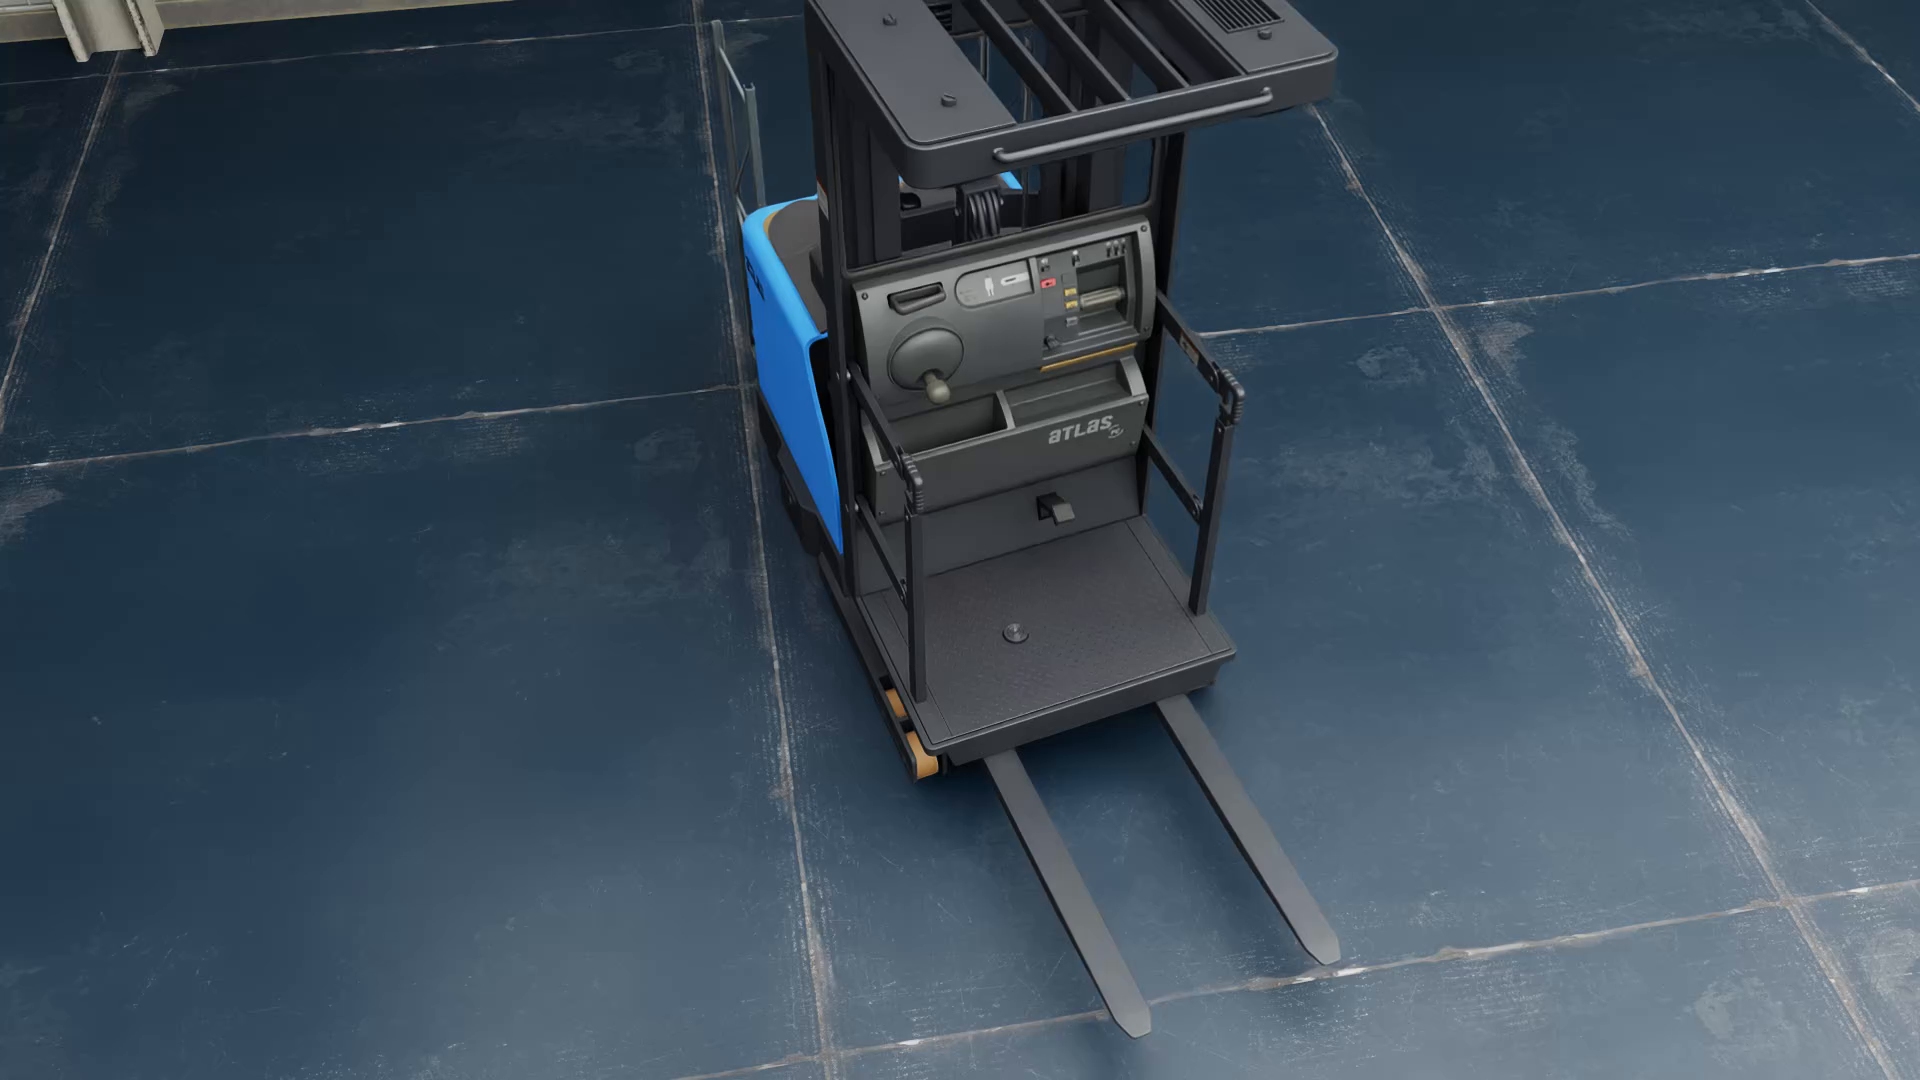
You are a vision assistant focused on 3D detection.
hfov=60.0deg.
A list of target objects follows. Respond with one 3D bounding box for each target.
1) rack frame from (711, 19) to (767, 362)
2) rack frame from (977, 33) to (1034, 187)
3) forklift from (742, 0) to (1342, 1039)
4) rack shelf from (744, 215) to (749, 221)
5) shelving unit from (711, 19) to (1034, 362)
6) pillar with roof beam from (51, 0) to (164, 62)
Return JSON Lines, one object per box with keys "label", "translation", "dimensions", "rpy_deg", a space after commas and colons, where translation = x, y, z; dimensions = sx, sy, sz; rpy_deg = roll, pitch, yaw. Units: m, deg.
{"label": "rack frame", "translation": [-0.794, -1.176, 6.341], "dimensions": [0.032, 1.500, 0.500], "rpy_deg": [-14, 48, -13]}
{"label": "rack frame", "translation": [0.164, -1.422, 6.578], "dimensions": [0.032, 1.500, 0.500], "rpy_deg": [-14, 48, -13]}
{"label": "forklift", "translation": [0.228, -0.581, 4.774], "dimensions": [1.130, 2.935, 3.031], "rpy_deg": [-16, 48, -15]}
{"label": "rack shelf", "translation": [-0.315, -1.174, 6.589], "dimensions": [1.000, 0.185, 0.538], "rpy_deg": [-14, 48, -13]}
{"label": "shelving unit", "translation": [-0.315, -1.299, 6.460], "dimensions": [1.048, 1.500, 0.538], "rpy_deg": [-14, 48, -13]}
{"label": "pillar with roof beam", "translation": [-3.690, -2.686, 2.589], "dimensions": [0.400, 9.000, 9.100], "rpy_deg": [-7, 46, -7]}
